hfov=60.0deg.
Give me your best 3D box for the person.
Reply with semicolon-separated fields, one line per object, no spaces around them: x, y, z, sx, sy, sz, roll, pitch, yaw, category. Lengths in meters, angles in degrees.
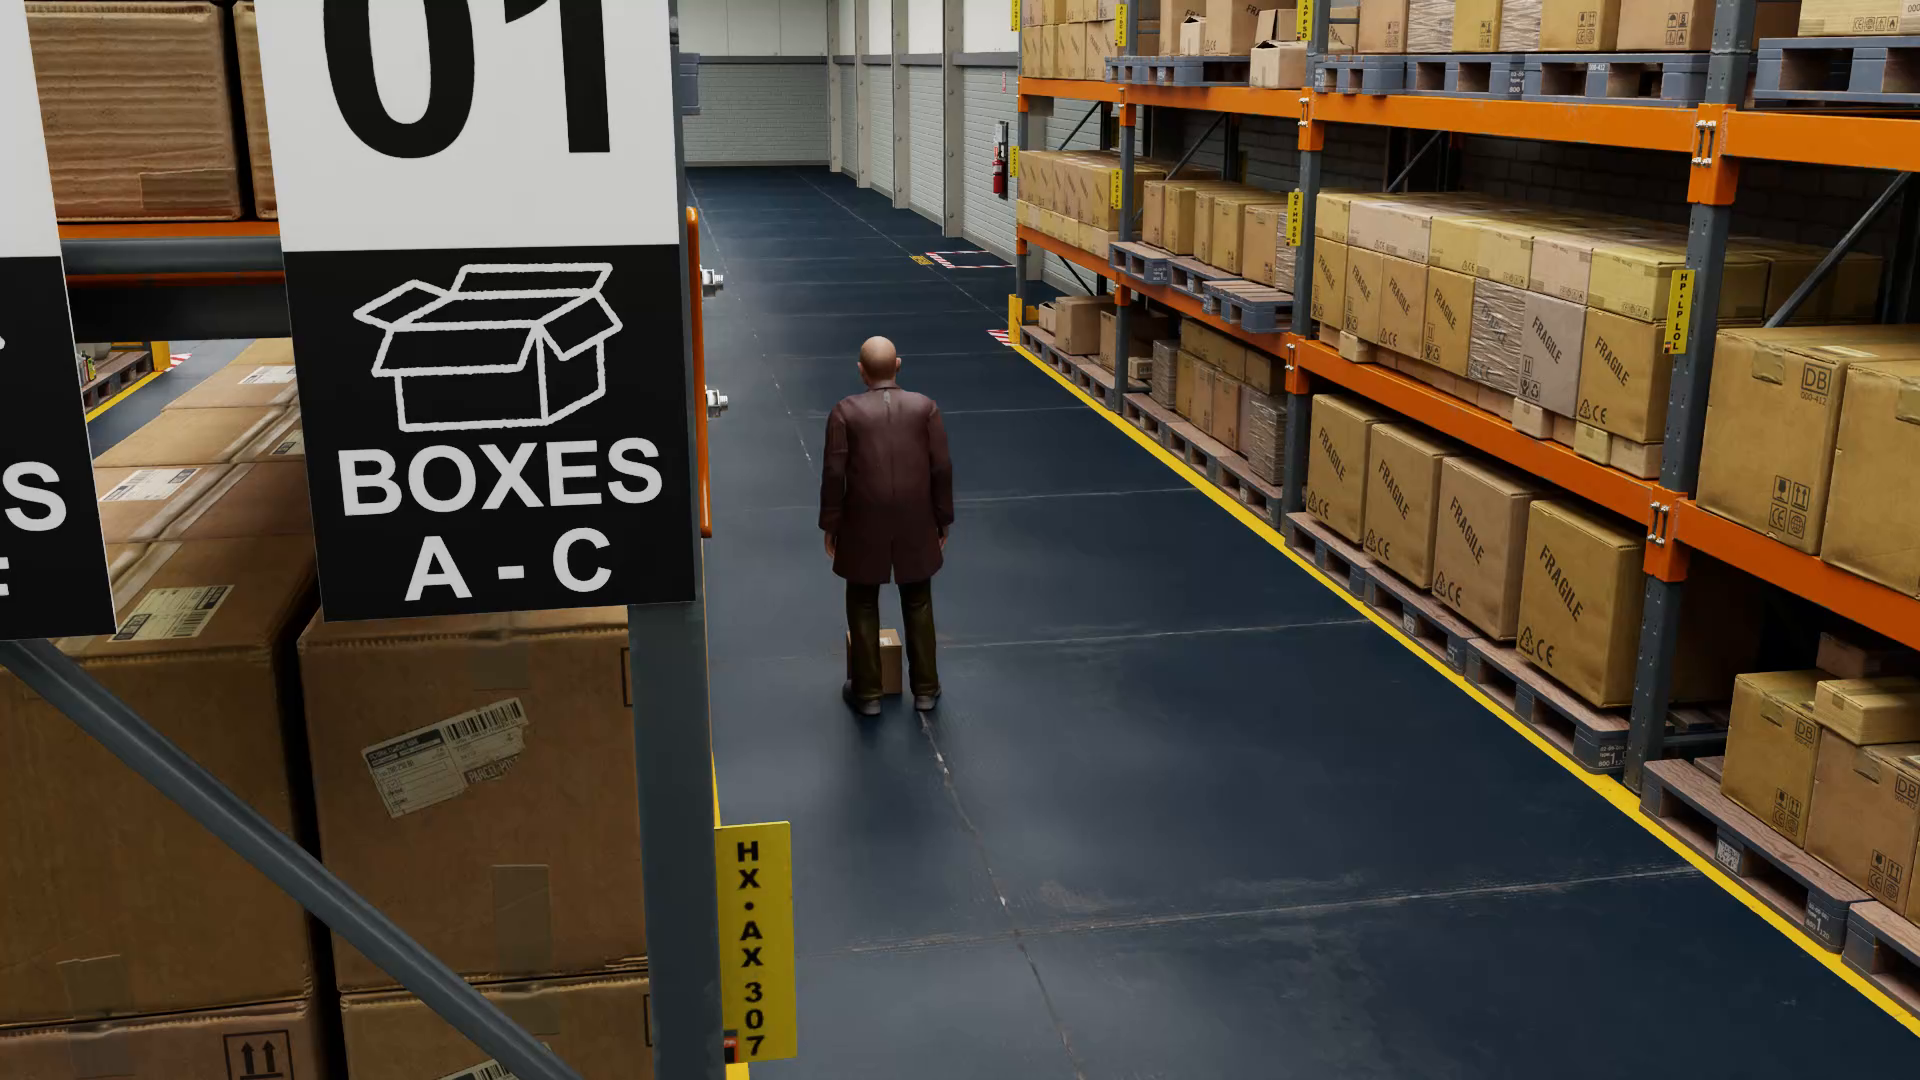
-0.342;-0.063;7.781;0.640;1.773;0.430;-3;16;-11;person
